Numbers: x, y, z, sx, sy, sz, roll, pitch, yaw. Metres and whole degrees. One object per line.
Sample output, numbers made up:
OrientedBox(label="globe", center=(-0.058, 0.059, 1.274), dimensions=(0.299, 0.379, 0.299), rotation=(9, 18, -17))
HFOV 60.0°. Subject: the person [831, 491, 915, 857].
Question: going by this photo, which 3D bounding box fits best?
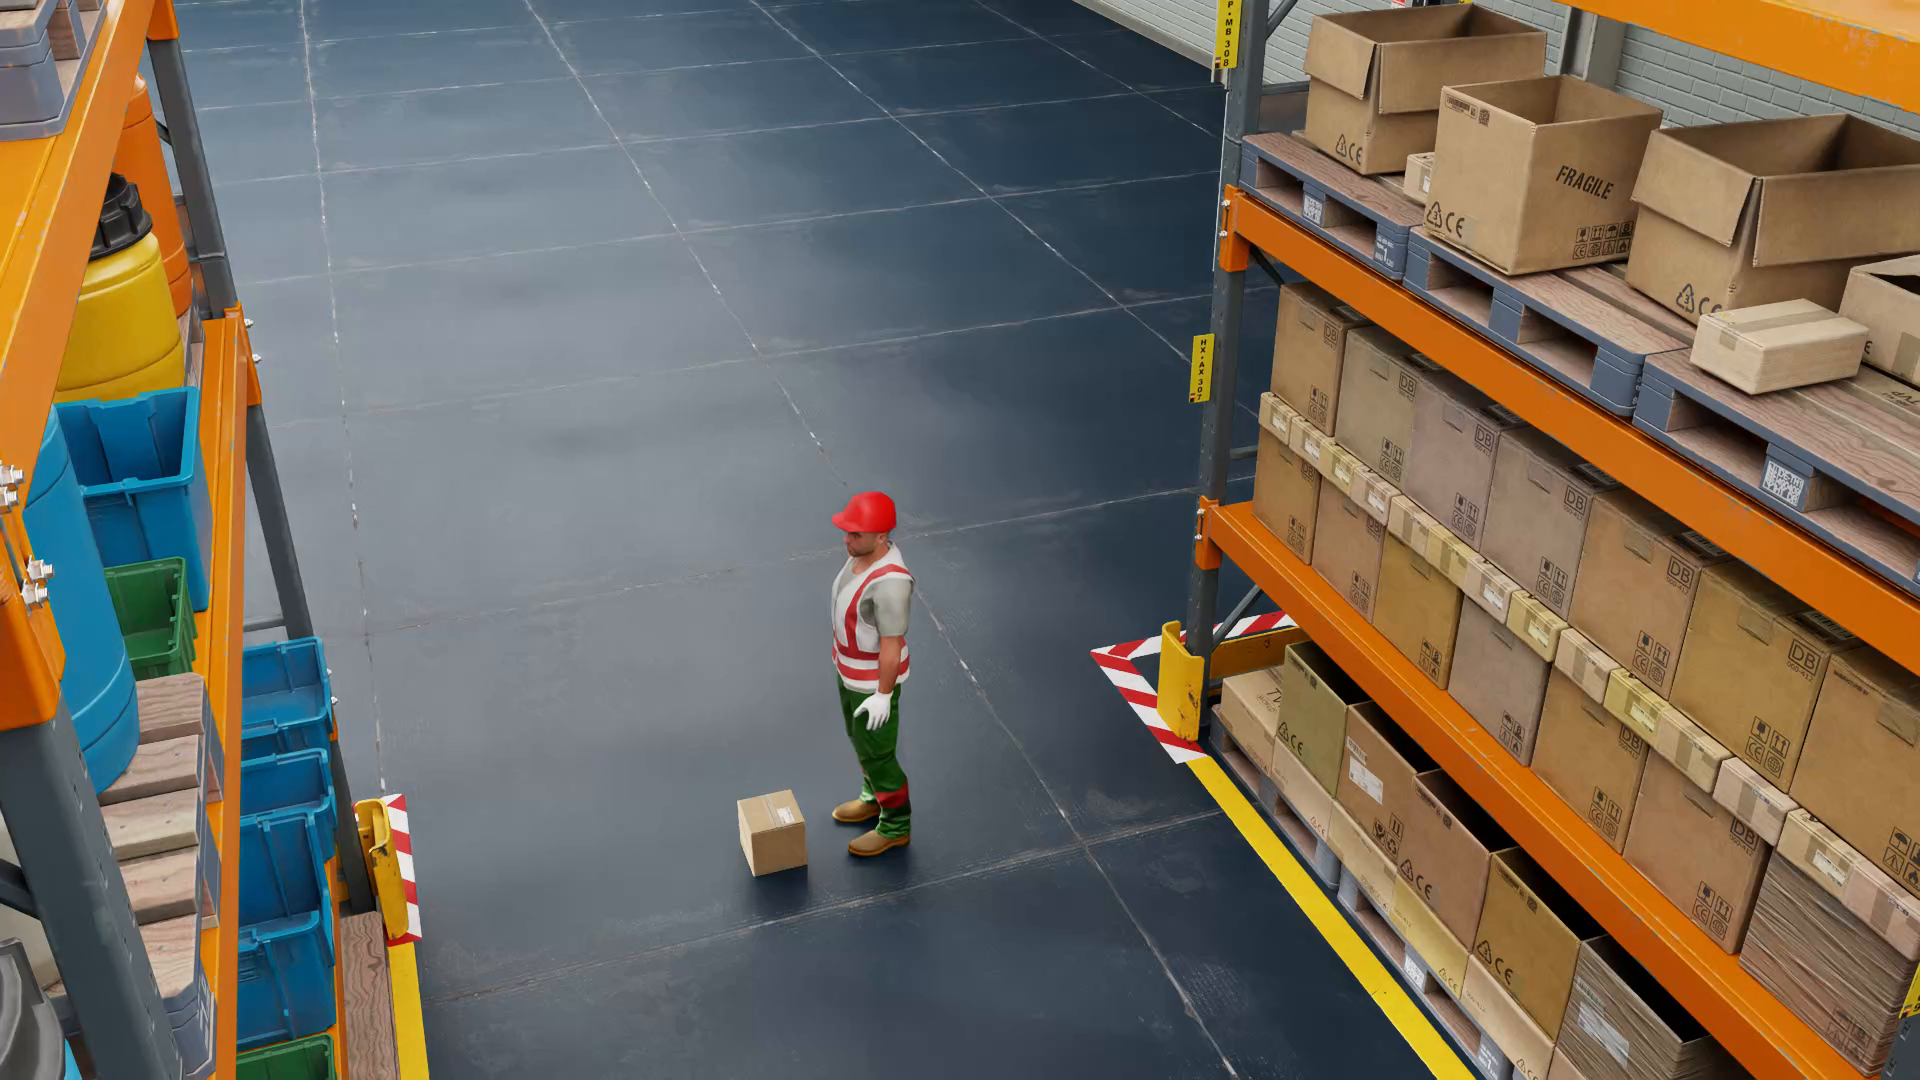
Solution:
OrientedBox(label="person", center=(-0.390, 0.583, 7.298), dimensions=(0.337, 1.785, 0.525), rotation=(-10, 31, -16))
